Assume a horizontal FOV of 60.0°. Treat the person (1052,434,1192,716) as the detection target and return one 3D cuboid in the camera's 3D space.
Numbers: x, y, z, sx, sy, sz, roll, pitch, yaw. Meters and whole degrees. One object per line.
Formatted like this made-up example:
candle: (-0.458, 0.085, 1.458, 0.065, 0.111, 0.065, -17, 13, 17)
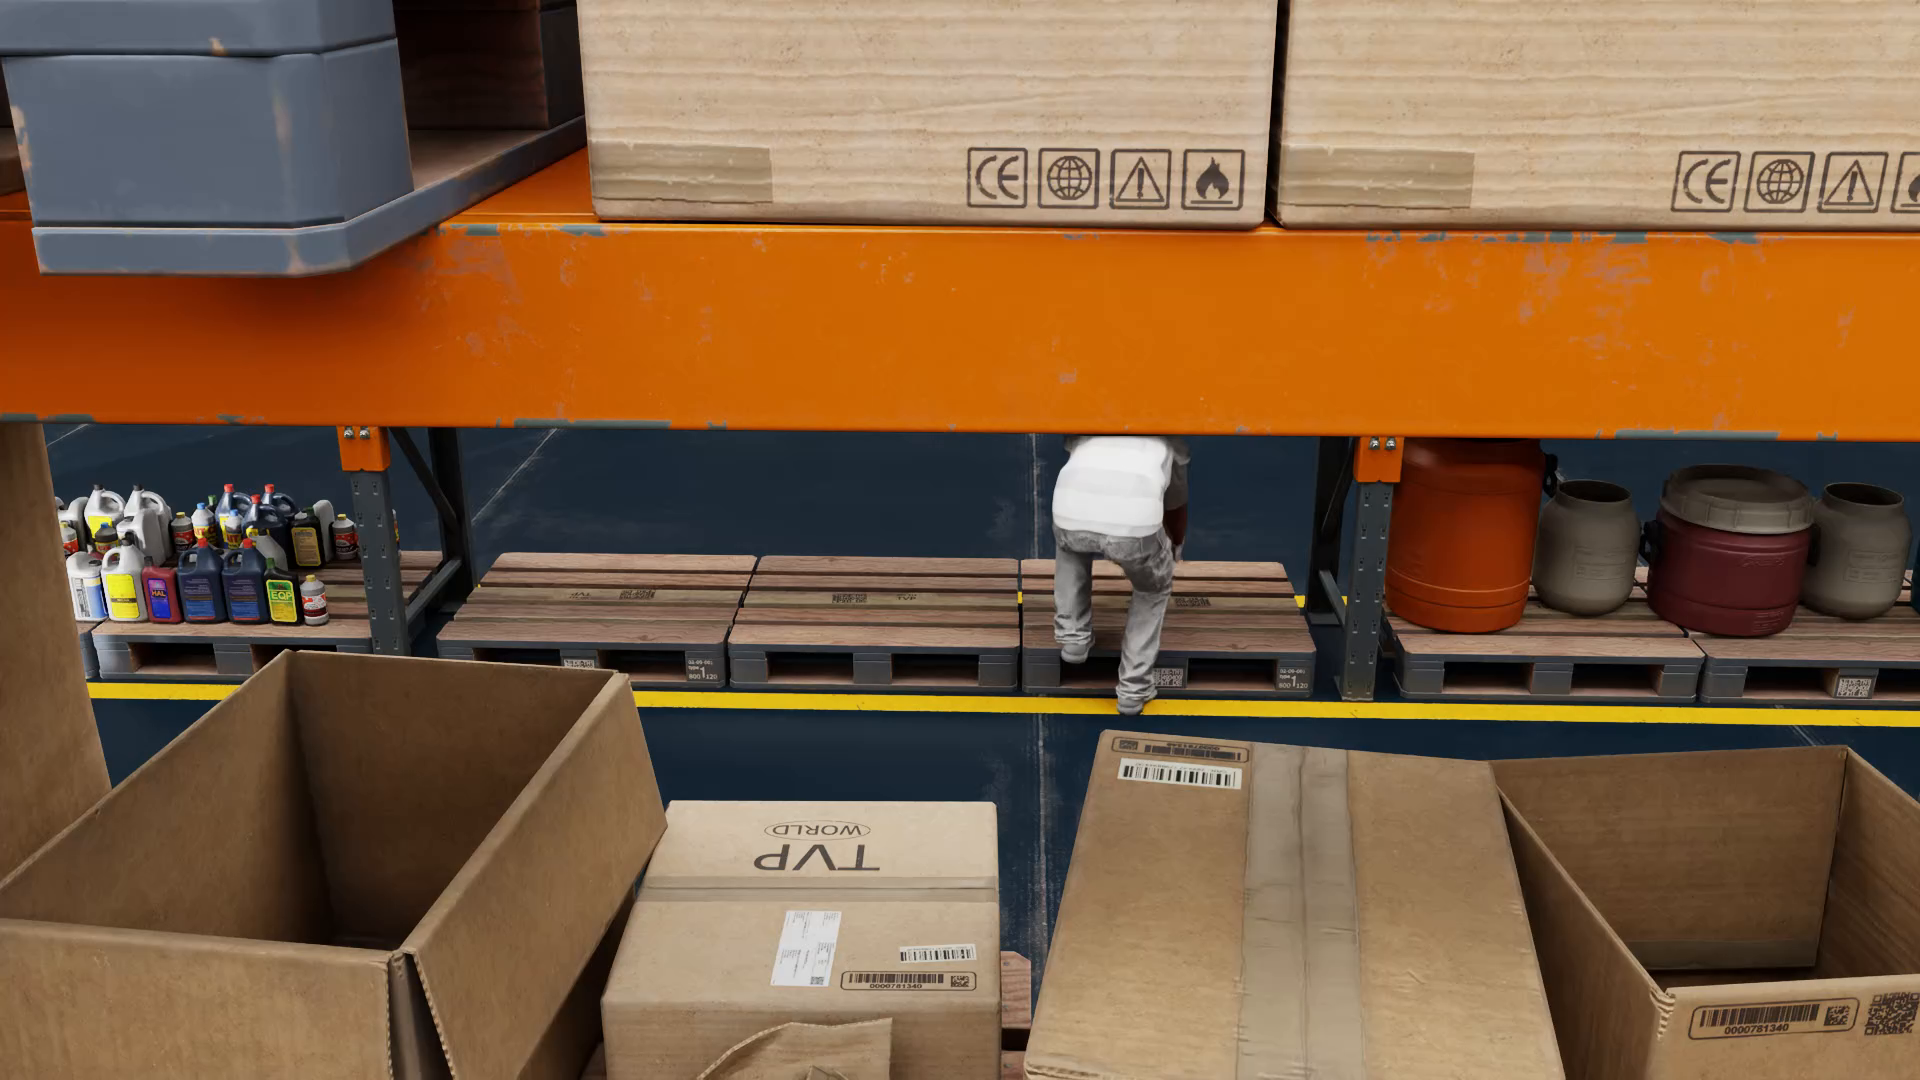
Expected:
person: (0.658, 0.033, 6.834, 0.525, 1.166, 1.065, 6, 21, 15)
